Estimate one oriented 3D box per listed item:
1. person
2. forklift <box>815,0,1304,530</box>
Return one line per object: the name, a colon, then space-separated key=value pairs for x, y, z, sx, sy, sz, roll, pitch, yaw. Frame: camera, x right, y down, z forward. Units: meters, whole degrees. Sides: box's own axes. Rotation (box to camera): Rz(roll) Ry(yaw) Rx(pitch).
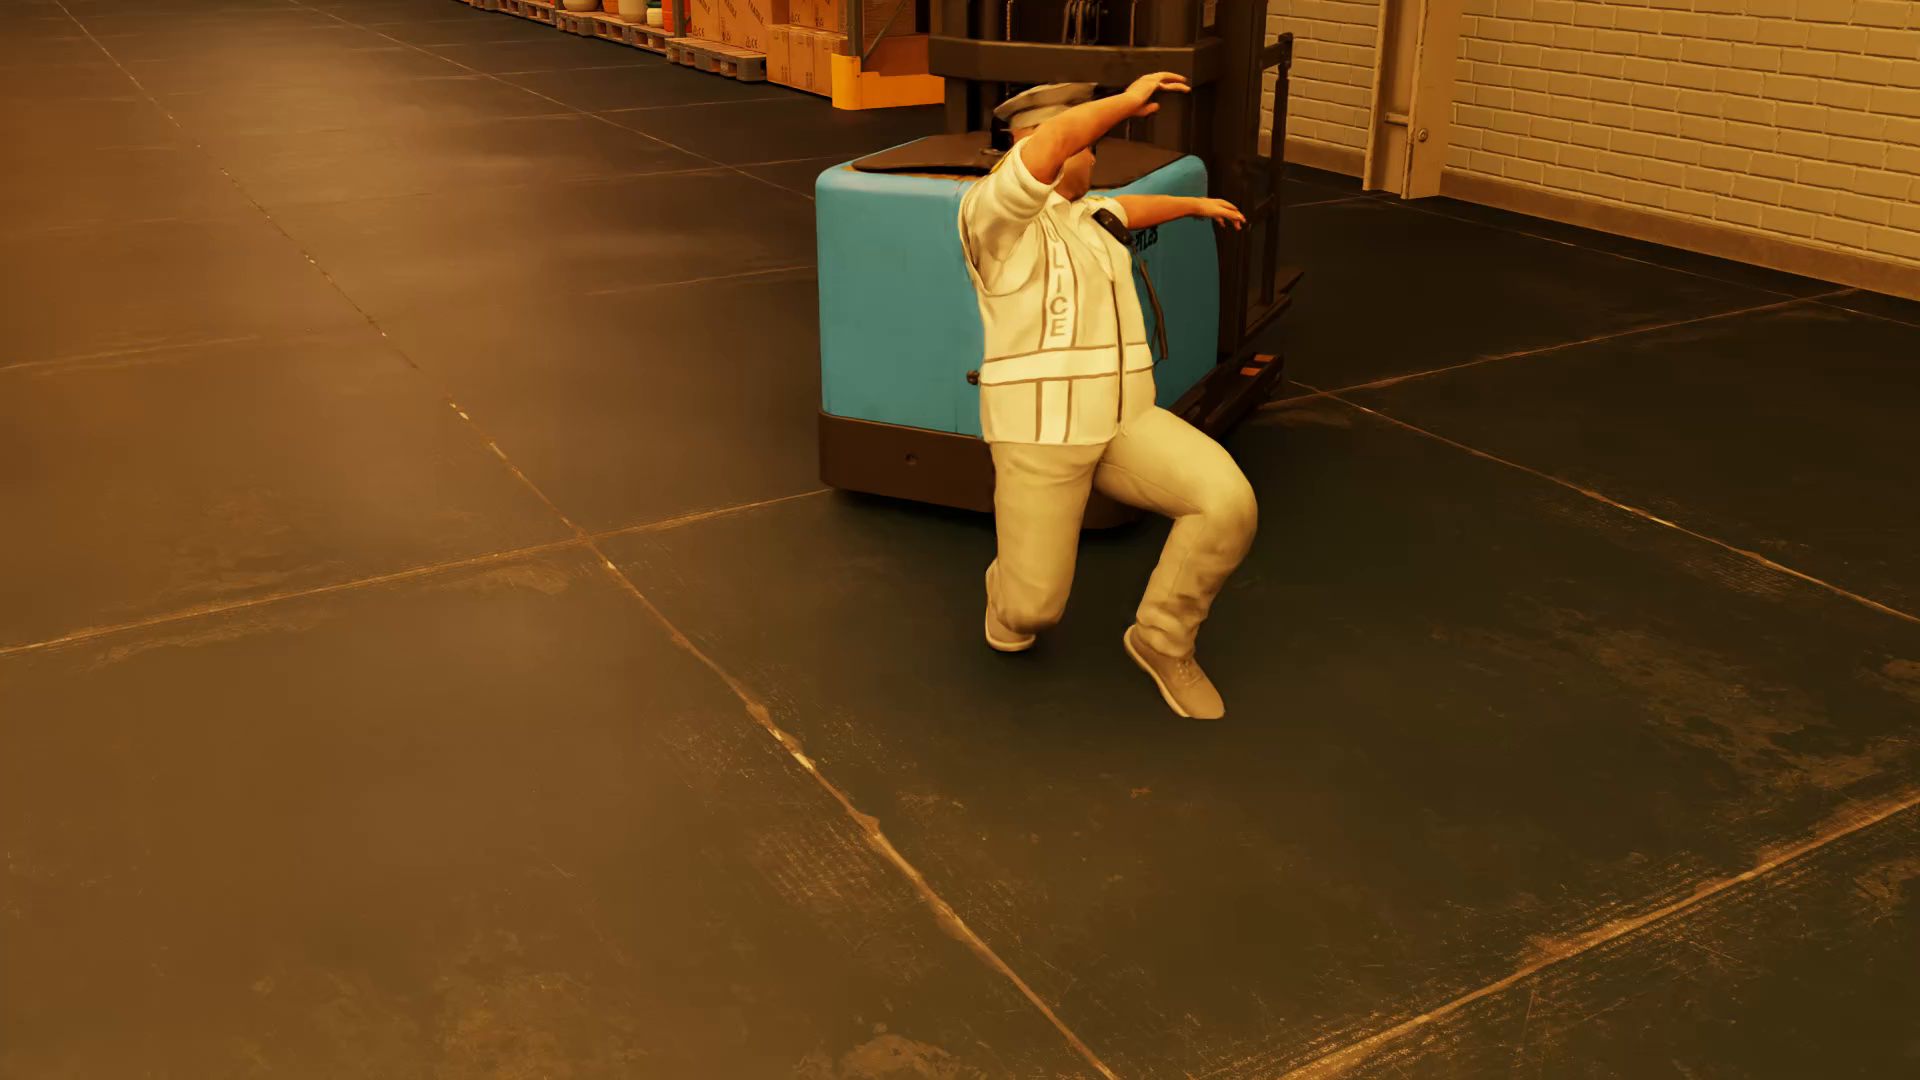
person: x=0.546 y=-0.387 z=4.166 sx=1.078 sy=1.535 sz=0.880 roll=-15 pitch=27 yaw=-33
forklift: x=0.618 y=-1.912 z=5.933 sx=1.130 sy=2.935 sz=3.031 roll=10 pitch=24 yaw=23
